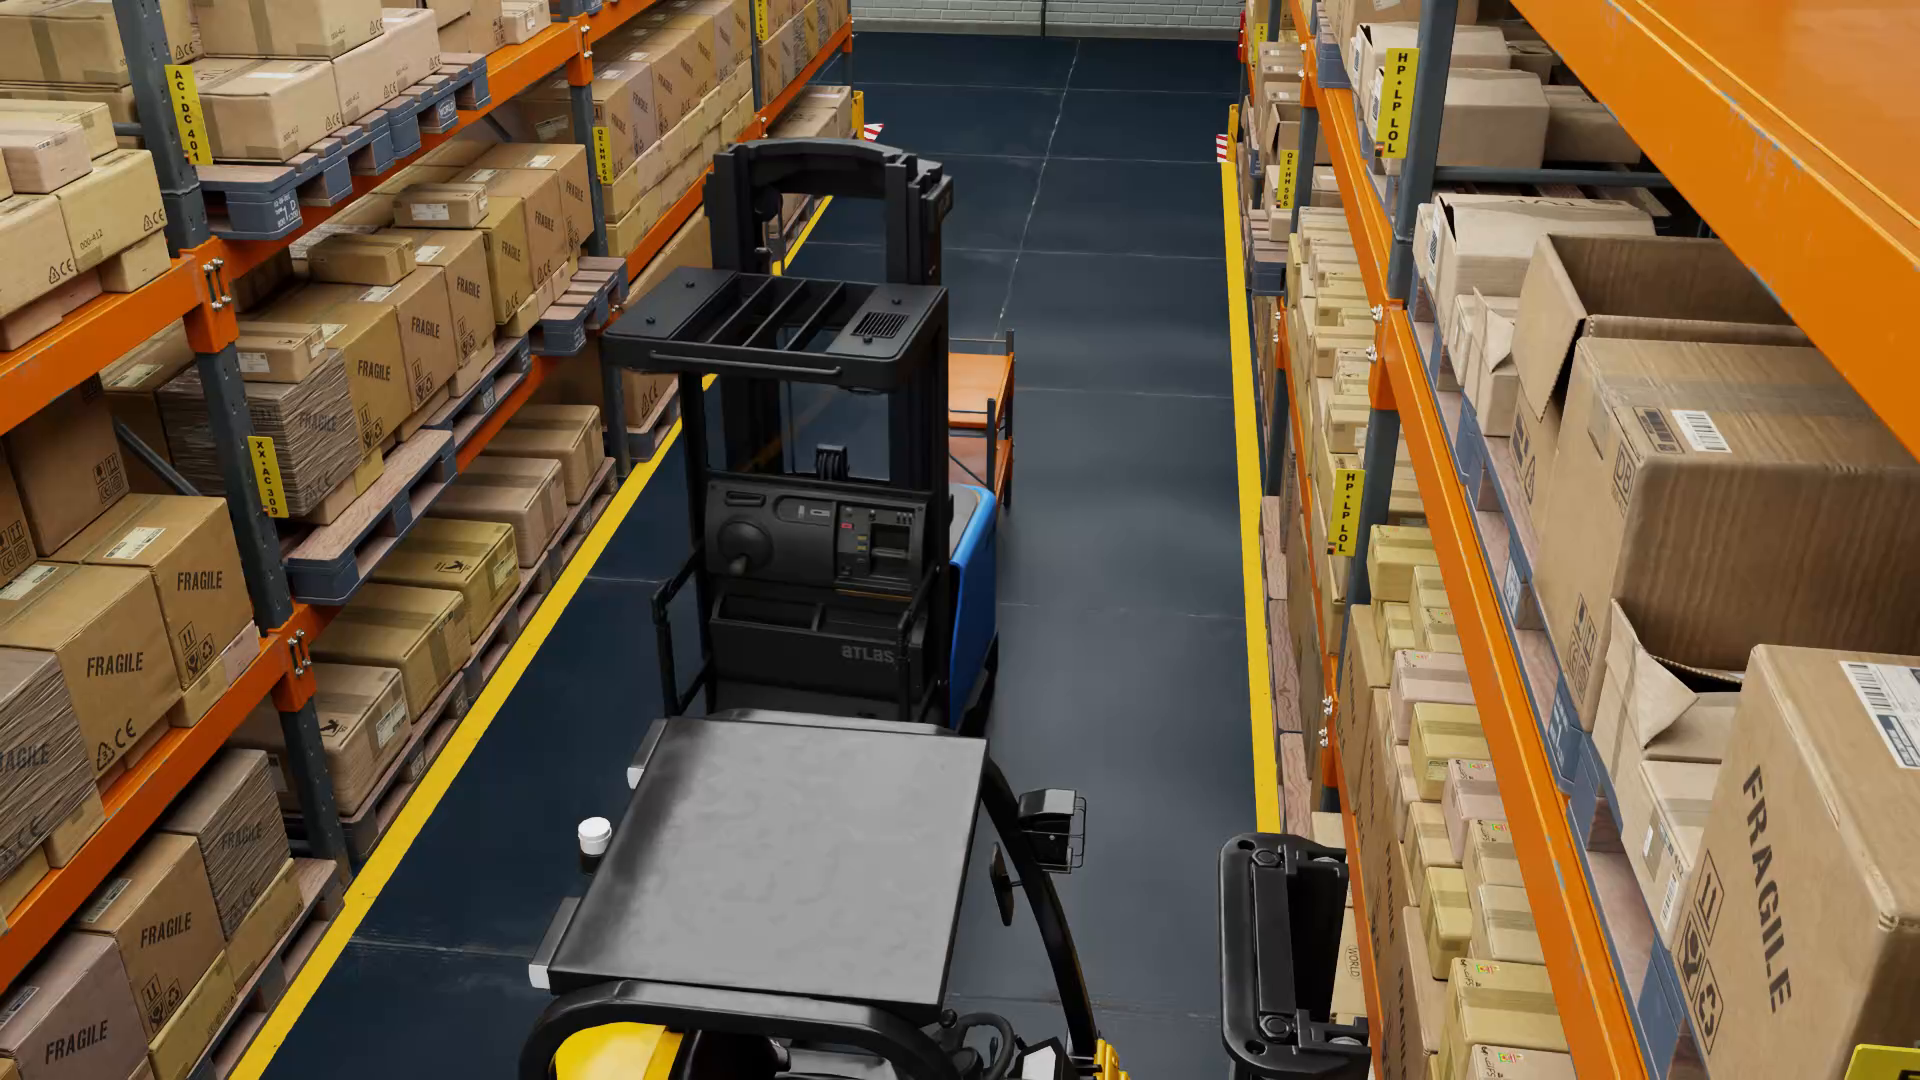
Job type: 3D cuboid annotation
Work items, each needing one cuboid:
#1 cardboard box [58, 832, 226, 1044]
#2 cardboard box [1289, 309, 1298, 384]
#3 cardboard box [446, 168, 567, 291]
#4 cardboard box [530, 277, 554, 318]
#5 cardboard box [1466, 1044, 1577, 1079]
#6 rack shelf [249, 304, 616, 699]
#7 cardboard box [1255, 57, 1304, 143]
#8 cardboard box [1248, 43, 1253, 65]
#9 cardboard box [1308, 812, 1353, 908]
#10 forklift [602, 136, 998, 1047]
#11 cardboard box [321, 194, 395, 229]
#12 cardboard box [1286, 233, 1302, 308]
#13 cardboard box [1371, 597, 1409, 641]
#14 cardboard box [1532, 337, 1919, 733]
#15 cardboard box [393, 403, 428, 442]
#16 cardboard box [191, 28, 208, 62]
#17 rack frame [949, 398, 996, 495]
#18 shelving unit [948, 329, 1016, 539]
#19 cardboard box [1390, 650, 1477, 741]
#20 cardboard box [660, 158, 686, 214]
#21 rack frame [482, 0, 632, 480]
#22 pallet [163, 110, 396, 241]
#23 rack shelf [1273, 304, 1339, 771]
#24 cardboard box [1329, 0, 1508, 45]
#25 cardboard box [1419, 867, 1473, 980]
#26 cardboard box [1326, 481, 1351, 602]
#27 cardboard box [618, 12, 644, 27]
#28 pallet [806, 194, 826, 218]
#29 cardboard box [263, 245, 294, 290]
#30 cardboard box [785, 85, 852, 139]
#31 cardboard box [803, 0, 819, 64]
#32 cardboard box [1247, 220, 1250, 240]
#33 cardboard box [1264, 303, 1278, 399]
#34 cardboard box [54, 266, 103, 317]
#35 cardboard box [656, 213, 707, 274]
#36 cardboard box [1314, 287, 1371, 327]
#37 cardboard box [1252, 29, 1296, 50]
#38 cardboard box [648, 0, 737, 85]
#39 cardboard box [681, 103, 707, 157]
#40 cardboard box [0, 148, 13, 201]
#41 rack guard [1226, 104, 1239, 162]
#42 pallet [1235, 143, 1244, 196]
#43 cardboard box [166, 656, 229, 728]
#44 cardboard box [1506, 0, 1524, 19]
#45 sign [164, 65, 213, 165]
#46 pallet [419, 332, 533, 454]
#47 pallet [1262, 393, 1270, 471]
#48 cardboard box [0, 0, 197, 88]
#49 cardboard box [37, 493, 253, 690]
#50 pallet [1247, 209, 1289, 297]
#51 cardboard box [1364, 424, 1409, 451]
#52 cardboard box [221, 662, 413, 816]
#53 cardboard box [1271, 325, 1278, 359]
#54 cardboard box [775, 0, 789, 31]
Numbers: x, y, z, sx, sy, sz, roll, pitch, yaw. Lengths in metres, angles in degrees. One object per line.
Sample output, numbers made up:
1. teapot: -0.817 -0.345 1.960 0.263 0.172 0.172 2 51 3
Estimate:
1. cardboard box: -2.947 1.353 5.742 0.500 0.500 0.500 4 29 7
2. cardboard box: 1.973 -0.975 8.556 0.500 0.250 0.500 3 28 5
3. cardboard box: -2.422 -1.645 8.778 0.500 0.500 0.500 3 28 5
4. cardboard box: -2.383 -1.296 8.814 0.380 0.149 0.250 2 28 4
5. cardboard box: 1.222 1.167 3.317 0.380 0.149 0.250 4 29 7
6. rack shelf: -2.835 -0.501 8.276 1.077 0.370 4.000 3 28 6
7. cardboard box: 2.482 -3.126 11.841 0.700 0.500 0.500 4 29 7
8. cardboard box: 2.797 -4.385 14.992 0.380 0.149 0.250 3 28 5
9. cardboard box: 1.476 1.205 5.752 0.500 0.250 0.500 3 28 5
10. forklift: -0.639 0.030 6.603 1.130 2.935 3.031 6 29 11
11. cardboard box: -2.990 -1.424 8.369 0.500 0.500 0.500 4 29 7
12. cardboard box: 2.015 -1.433 8.879 0.500 0.250 0.500 3 28 6
13. cardboard box: 1.547 0.216 5.398 0.380 0.149 0.250 3 28 5
14. cardboard box: 1.394 0.001 2.769 0.700 0.500 0.500 4 29 7
15. cardboard box: -2.628 -0.566 7.460 0.380 0.149 0.250 4 29 7
16. cardboard box: -3.085 -1.837 6.550 0.500 0.250 0.500 4 29 7
17. rack frame: -0.061 -0.259 9.045 0.500 1.125 0.032 3 28 6
18. shelving unit: 0.001 -0.498 9.489 0.538 1.125 1.048 3 28 6
19. cardboard box: 1.415 0.447 4.655 0.380 0.149 0.250 4 29 7
20. cardboard box: -2.165 -2.398 11.197 0.500 0.250 0.500 4 29 8
21. rack frame: -2.590 -1.759 9.852 1.000 3.000 0.127 3 28 6
22. pallet: -2.899 -1.398 6.218 1.213 0.211 1.003 3 28 6
23. rack shelf: 2.092 -0.214 7.743 1.077 0.370 4.000 3 28 6
24. cardboard box: 2.044 -2.496 7.403 0.700 0.500 0.500 3 28 5
25. cardboard box: 1.337 0.942 4.049 0.380 0.149 0.250 3 28 5
26. cardboard box: 1.653 0.011 6.199 0.500 0.250 0.500 3 28 5
27. cardboard box: -2.538 -3.459 11.848 0.500 0.500 0.500 3 28 5
28. pallet: -1.782 -3.343 15.734 1.003 0.211 1.213 3 28 6
29. cardboard box: -3.166 -1.208 7.283 0.380 0.149 0.250 2 28 4
30. cardboard box: -1.591 -4.265 16.763 0.875 0.438 0.875 2 28 4
31. cardboard box: -1.586 -4.604 15.029 0.500 0.500 0.500 4 29 8
32. cardboard box: 2.604 -2.564 13.910 0.380 0.149 0.250 3 28 5
33. cardboard box: 2.308 -1.250 11.100 0.500 0.500 0.500 5 29 8
34. cardboard box: -2.934 -0.806 5.186 0.380 0.149 0.250 4 29 7
35. cardboard box: -2.309 -1.748 11.630 0.875 0.875 0.875 4 29 7
36. cardboard box: 1.858 -1.061 7.767 0.380 0.149 0.250 4 29 7
37. cardboard box: 2.832 -4.387 14.575 0.500 0.250 0.500 3 28 5
38. cardboard box: -1.961 -3.657 12.216 0.500 0.500 0.500 4 29 7
39. cardboard box: -2.070 -2.852 11.513 0.500 0.250 0.500 4 29 7
40. cardboard box: -2.979 -1.031 4.763 0.380 0.149 0.250 4 29 7
41. rack guard: 3.308 -4.102 16.837 1.175 0.500 0.348 3 28 6
42. pallet: 3.211 -3.599 16.208 1.003 0.211 1.213 3 28 6
43. cardboard box: -2.841 0.521 5.885 0.380 0.149 0.250 4 29 7
44. cardboard box: 2.502 -2.600 7.860 0.500 0.250 0.500 3 28 6
45. sign: -2.541 -1.396 5.472 0.100 0.325 0.005 3 28 6
46. pallet: -2.792 -0.740 8.164 1.003 0.211 1.213 3 28 6
47. pallet: 2.466 -0.594 10.630 1.003 0.211 1.213 3 28 6
48. cardboard box: -3.135 -1.816 5.984 0.500 0.250 0.500 4 29 7
49. cardboard box: -2.888 0.173 5.848 0.500 0.500 0.500 3 28 5
50. pallet: 2.350 -1.711 9.966 1.213 0.211 1.003 3 28 6
51. cardboard box: 1.764 -0.327 6.406 0.380 0.149 0.250 3 28 6
52. cardboard box: -3.018 0.849 7.340 0.950 0.372 0.625 4 29 7
53. cardboard box: 2.149 -1.220 10.360 0.380 0.149 0.250 2 28 4
54. cardboard box: -1.733 -4.573 13.917 0.500 0.500 0.500 3 28 6
